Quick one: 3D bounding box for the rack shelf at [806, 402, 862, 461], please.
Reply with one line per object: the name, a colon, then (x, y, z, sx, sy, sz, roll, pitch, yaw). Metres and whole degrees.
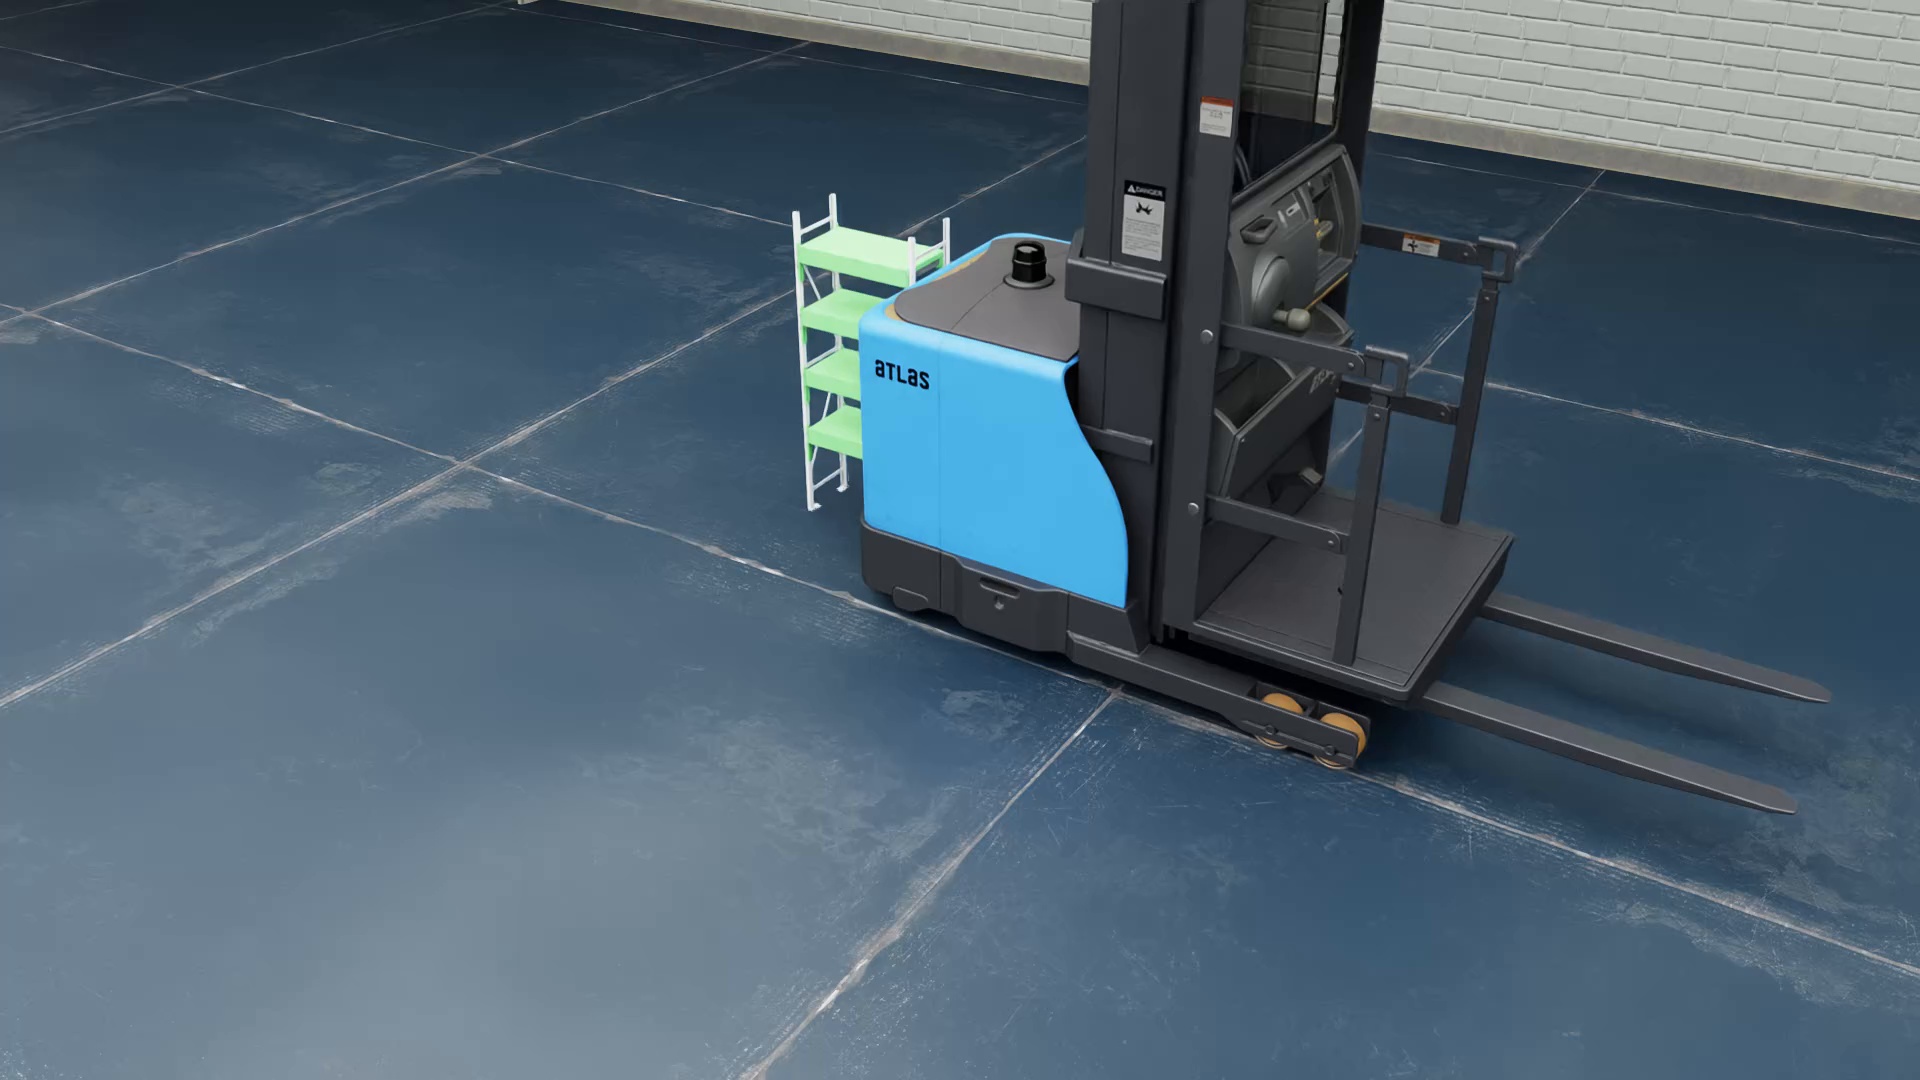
rack shelf: (-0.312, -0.355, 6.270, 0.480, 0.148, 0.258, 18, 35, 27)

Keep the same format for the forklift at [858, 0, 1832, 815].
forklift: (1.174, -0.876, 4.843, 3.031, 2.935, 1.130, 18, 35, 27)

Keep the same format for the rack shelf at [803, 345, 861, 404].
rack shelf: (-0.312, -0.562, 6.149, 0.480, 0.148, 0.258, 18, 35, 27)

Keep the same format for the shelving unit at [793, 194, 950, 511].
shelving unit: (-0.312, -0.617, 6.117, 0.503, 1.200, 0.258, 18, 35, 27)

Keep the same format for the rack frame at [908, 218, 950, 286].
rack frame: (-0.105, -0.552, 6.005, 0.015, 1.200, 0.240, 18, 35, 27)

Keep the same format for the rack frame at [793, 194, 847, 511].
rack frame: (-0.519, -0.682, 6.229, 0.015, 1.200, 0.240, 18, 35, 27)

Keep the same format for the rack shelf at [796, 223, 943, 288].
rack shelf: (-0.312, -0.976, 5.907, 0.480, 0.148, 0.258, 18, 35, 27)

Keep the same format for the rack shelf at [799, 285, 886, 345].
rack shelf: (-0.312, -0.769, 6.028, 0.480, 0.148, 0.258, 18, 35, 27)
